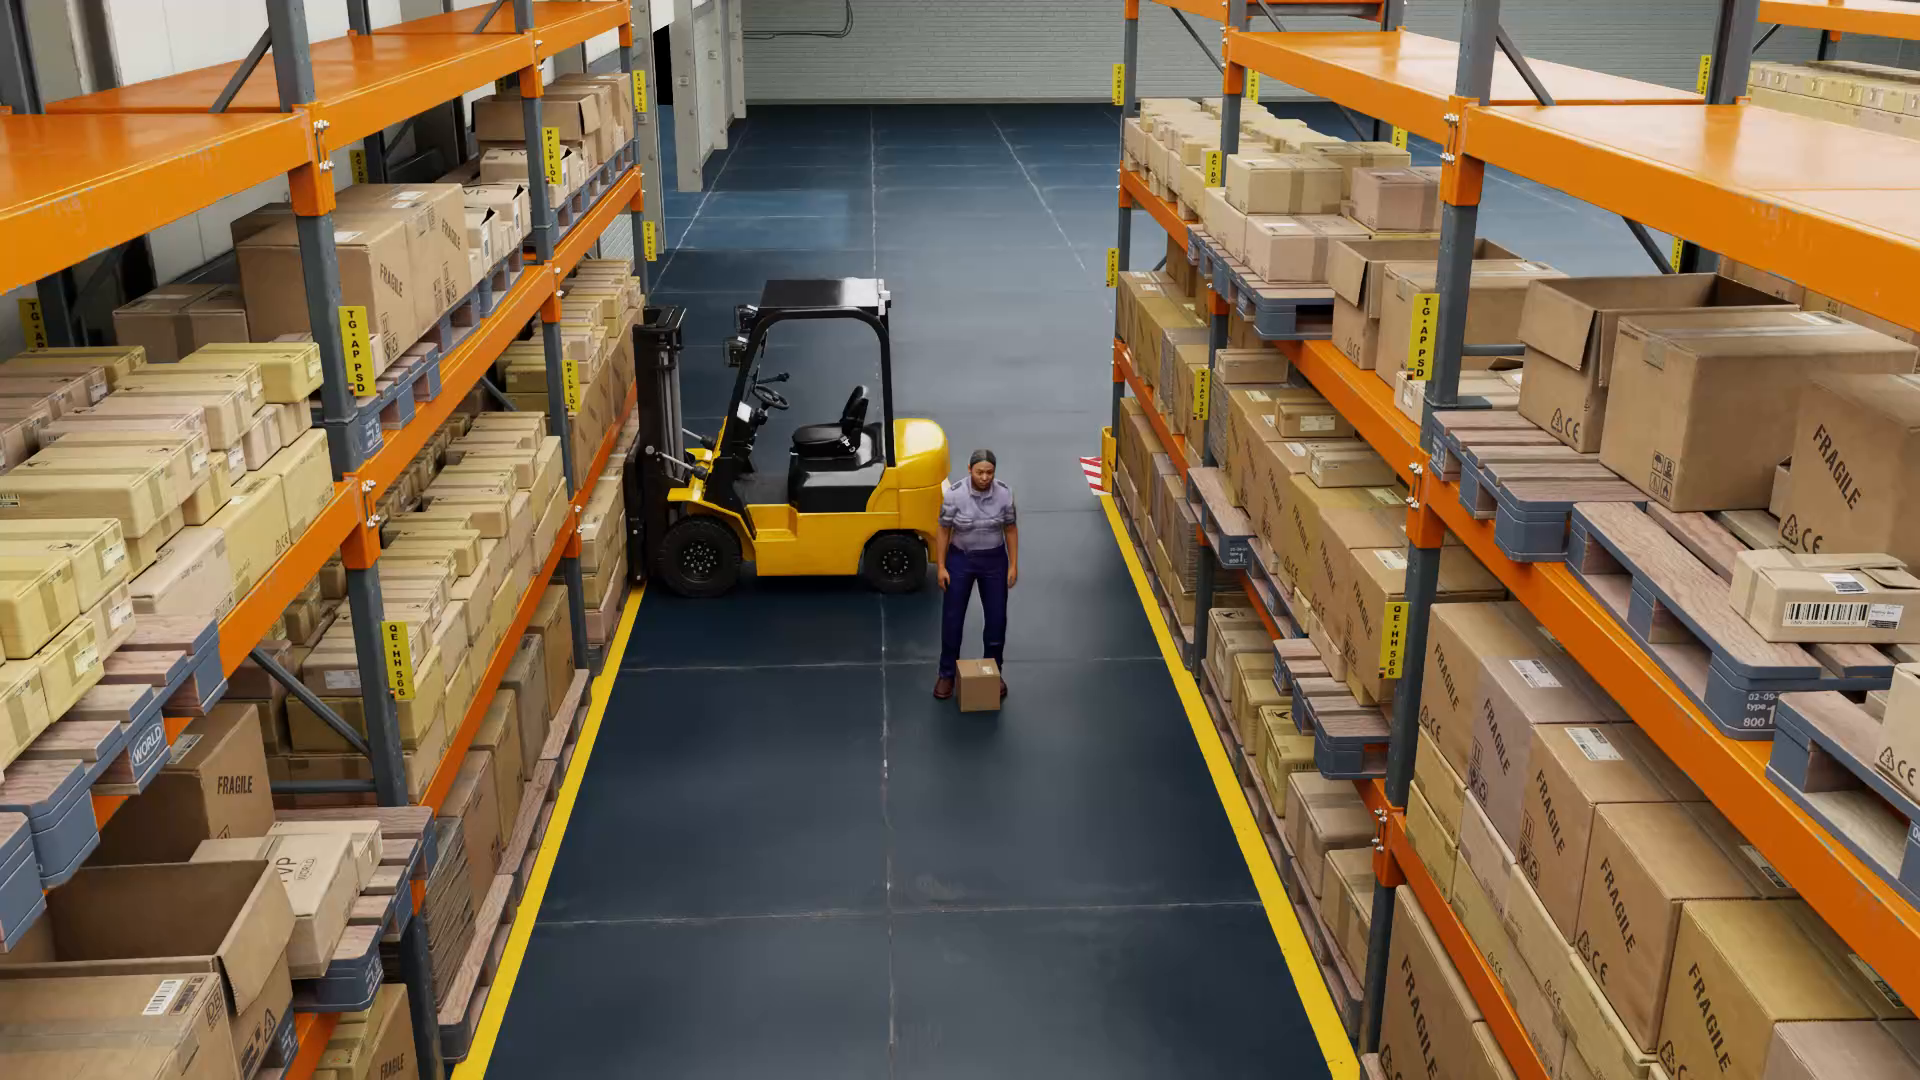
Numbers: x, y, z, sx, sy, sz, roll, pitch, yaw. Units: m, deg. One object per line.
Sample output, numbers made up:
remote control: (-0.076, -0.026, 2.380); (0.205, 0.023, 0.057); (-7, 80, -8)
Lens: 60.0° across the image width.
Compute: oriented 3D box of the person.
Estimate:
person: (0.096, 0.186, 10.593); (0.562, 1.651, 0.372); (-2, 21, -6)
